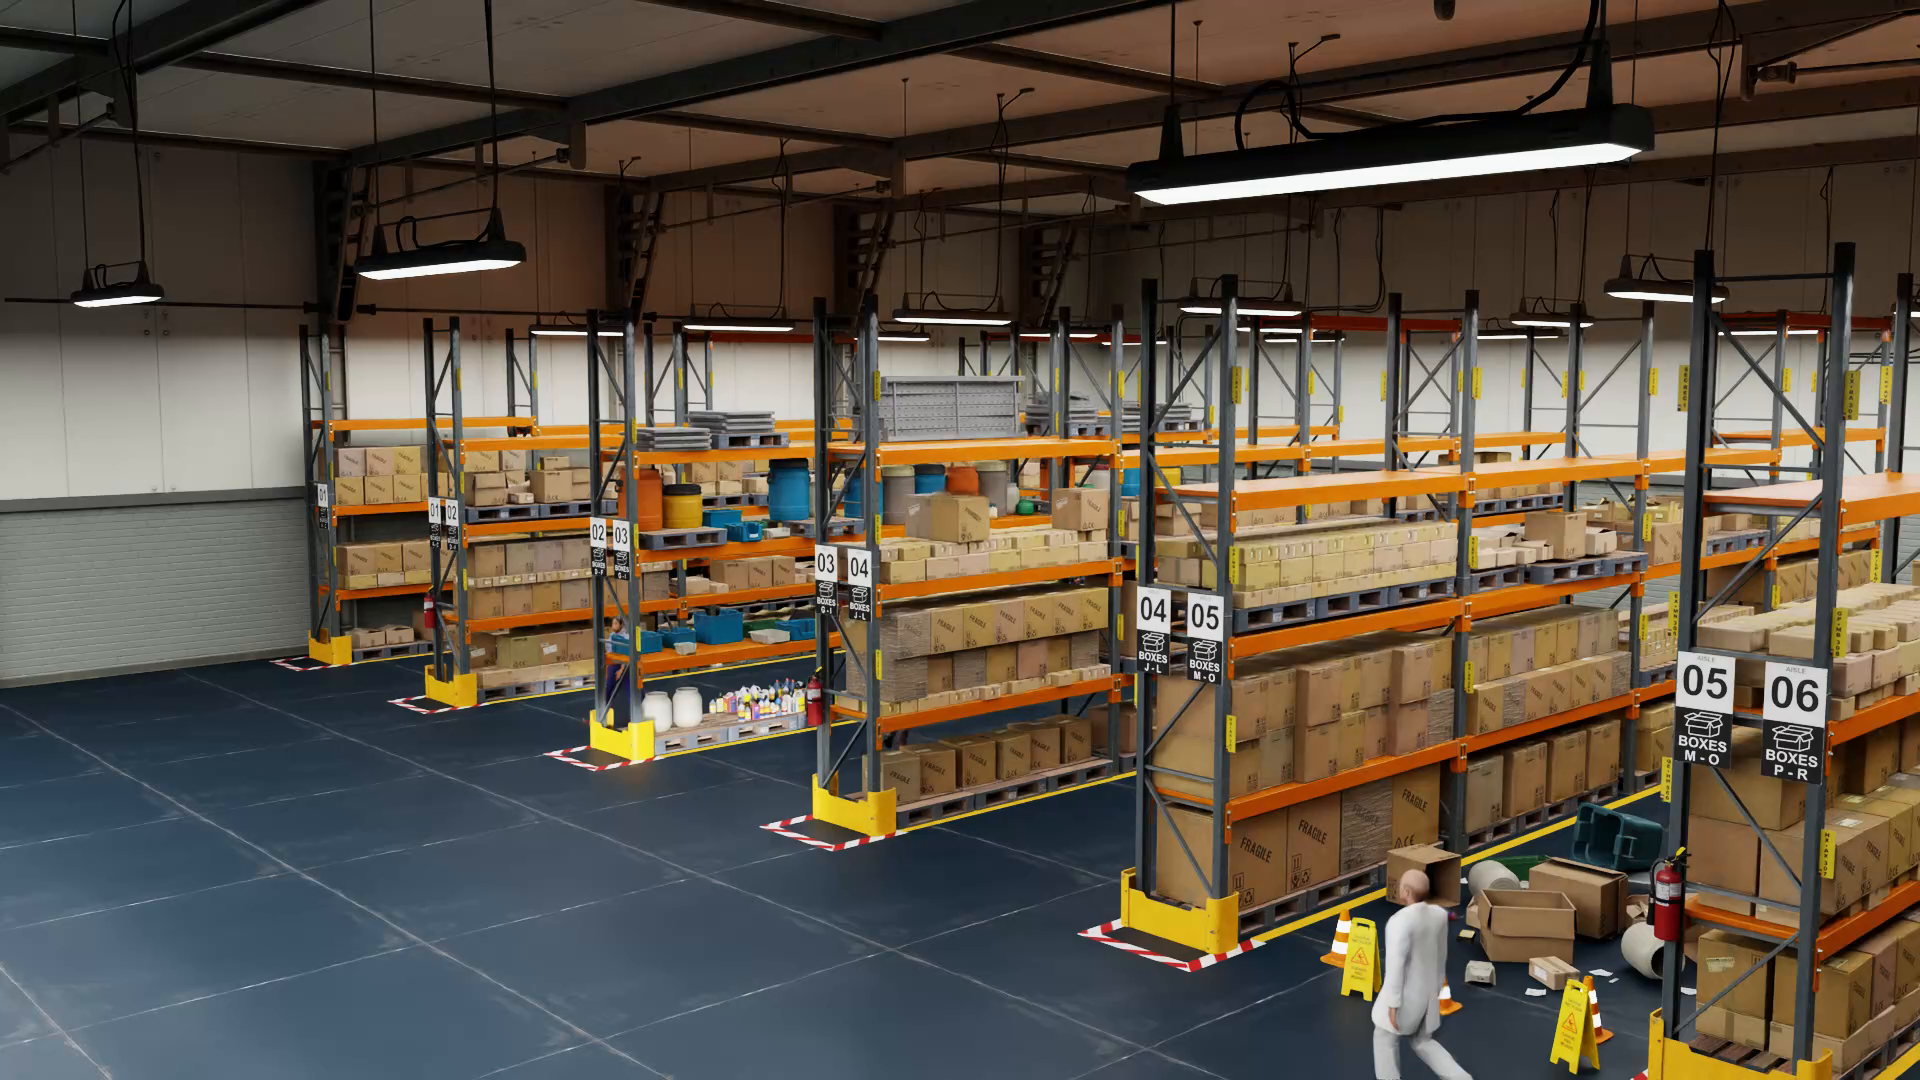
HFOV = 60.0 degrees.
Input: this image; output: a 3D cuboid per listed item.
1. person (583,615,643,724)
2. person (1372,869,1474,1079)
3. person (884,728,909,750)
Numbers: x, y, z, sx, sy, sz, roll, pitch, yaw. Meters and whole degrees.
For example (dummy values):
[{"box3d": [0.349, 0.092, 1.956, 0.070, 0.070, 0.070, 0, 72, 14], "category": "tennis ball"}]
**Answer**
[{"box3d": [-5.037, 1.898, 24.346, 0.537, 1.583, 0.957, 3, 7, 30], "category": "person"}, {"box3d": [3.142, 3.151, 11.403, 0.583, 1.710, 0.881, -4, 7, -37], "category": "person"}, {"box3d": [-0.781, 2.028, 22.520, 0.460, 1.719, 0.565, -5, 8, -43], "category": "person"}]
